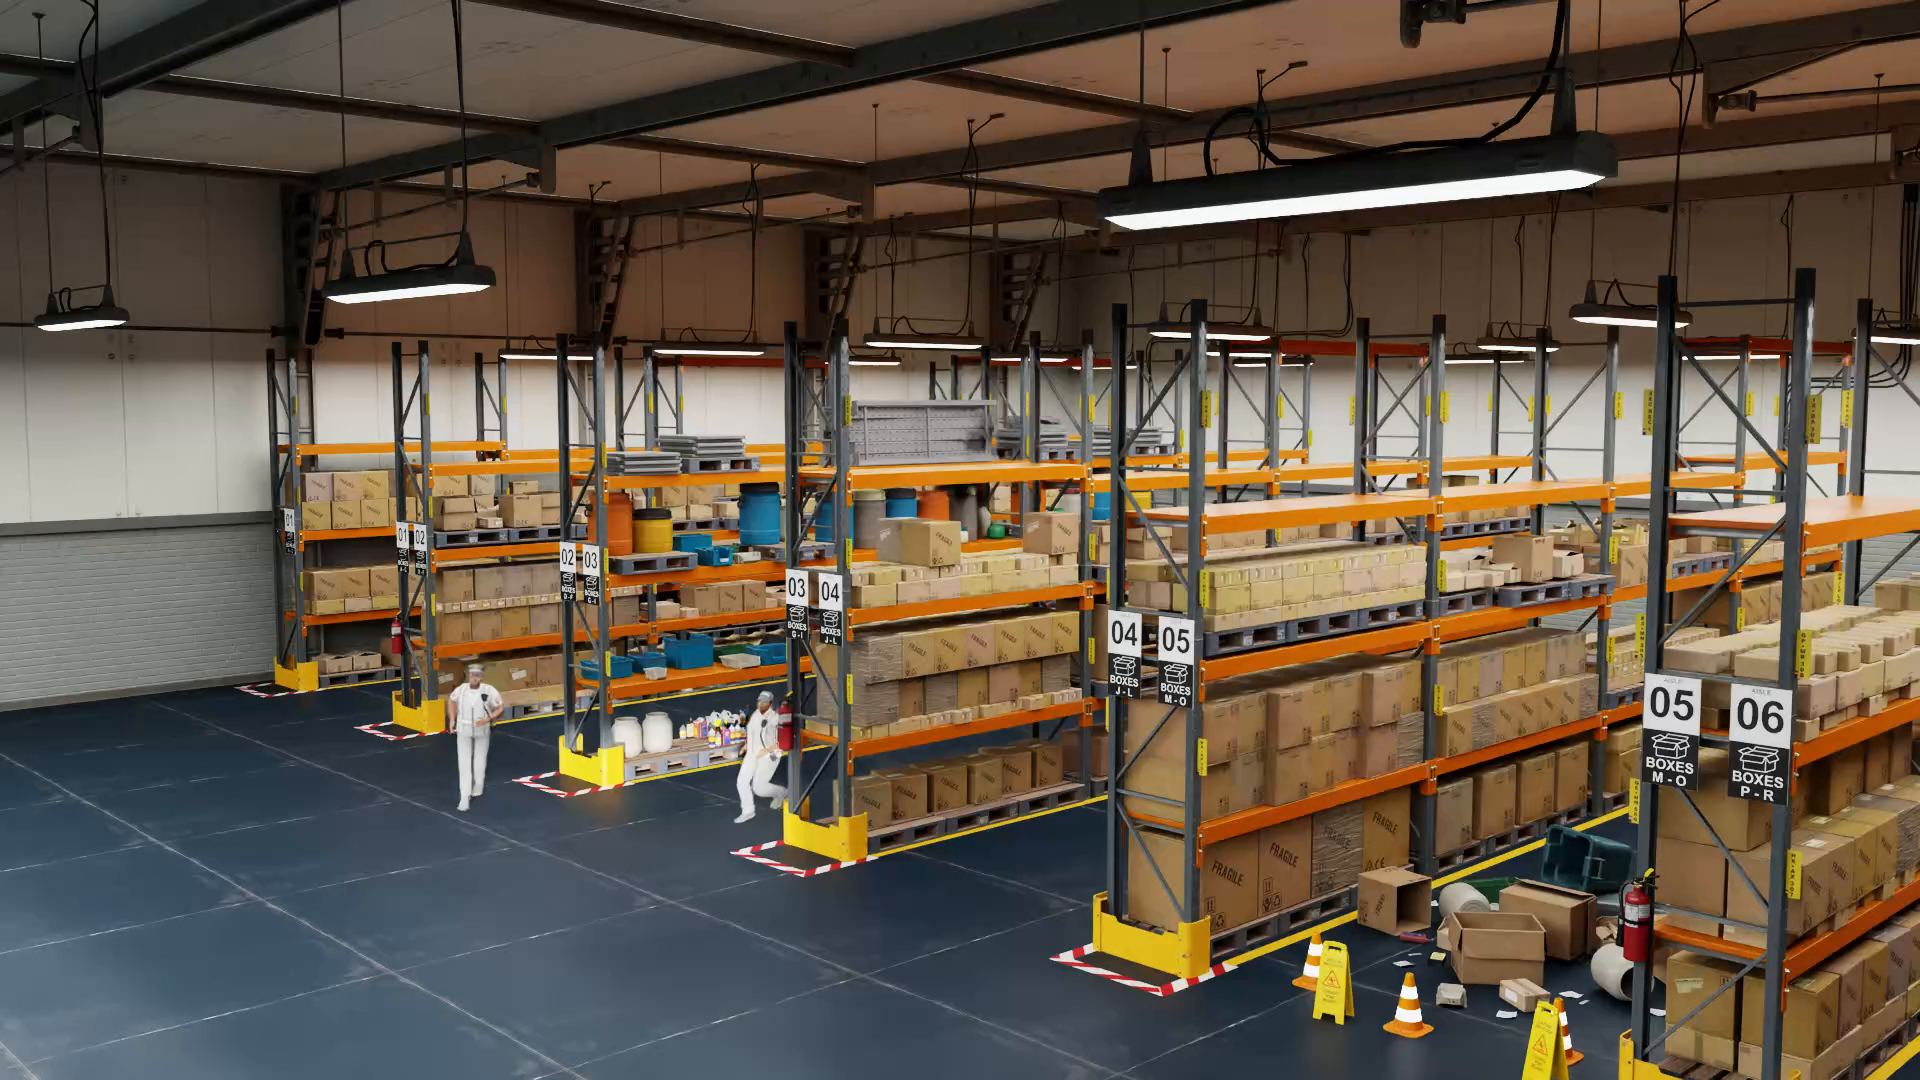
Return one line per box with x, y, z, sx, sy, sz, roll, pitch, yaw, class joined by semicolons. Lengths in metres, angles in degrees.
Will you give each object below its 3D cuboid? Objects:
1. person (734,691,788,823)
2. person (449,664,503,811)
-2.367;2.629;20.219;0.648;1.634;0.658;4;7;41;person
-6.153;2.460;21.148;0.671;1.824;0.894;-1;5;-14;person
